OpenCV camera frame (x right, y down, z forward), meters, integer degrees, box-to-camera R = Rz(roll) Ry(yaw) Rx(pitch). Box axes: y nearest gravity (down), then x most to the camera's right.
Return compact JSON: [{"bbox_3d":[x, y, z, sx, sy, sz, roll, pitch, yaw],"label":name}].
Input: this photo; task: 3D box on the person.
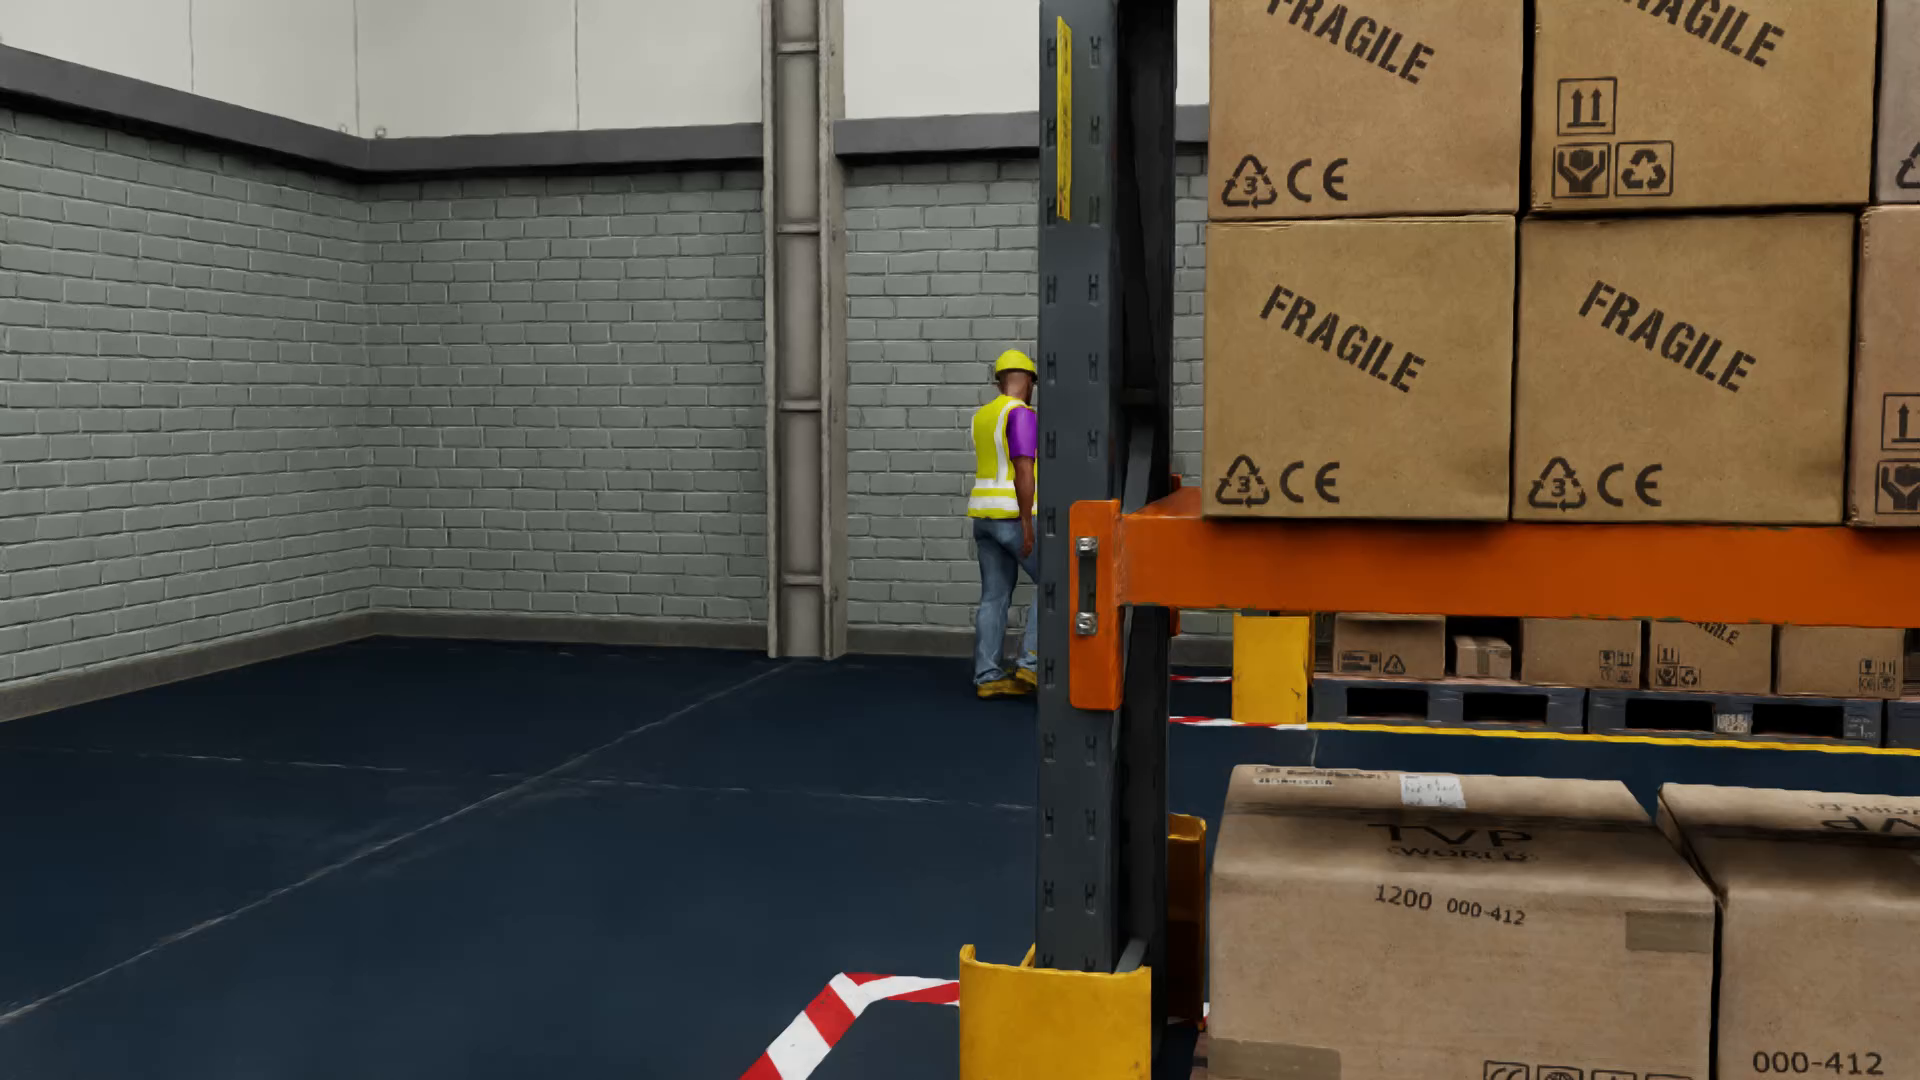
[{"bbox_3d":[0.298,-0.082,8.418,0.536,1.767,0.652,-3,6,-29],"label":"person"}]
